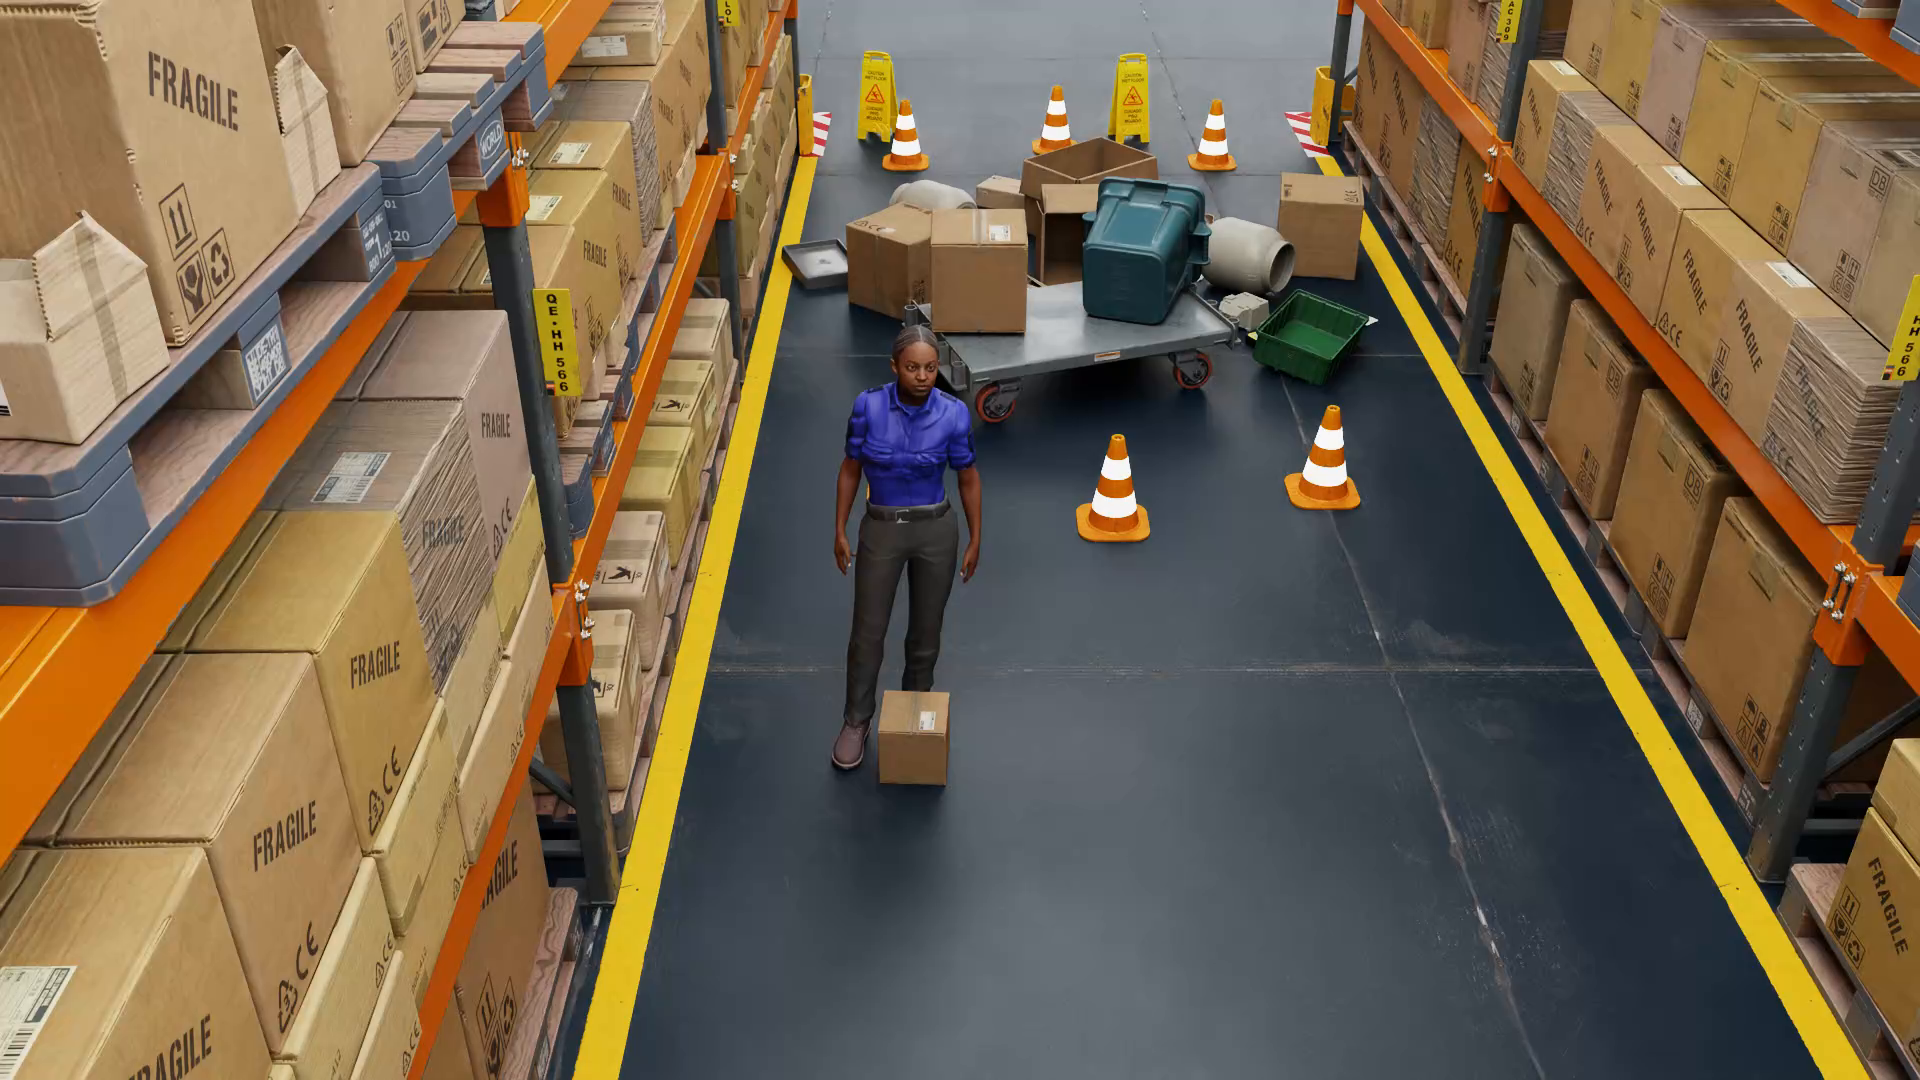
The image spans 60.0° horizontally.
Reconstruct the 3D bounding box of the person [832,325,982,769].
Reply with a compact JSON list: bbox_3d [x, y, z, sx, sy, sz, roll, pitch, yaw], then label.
[{"bbox_3d":[-0.205,0.040,6.060,0.569,1.654,0.504,0,32,0],"label":"person"}]
